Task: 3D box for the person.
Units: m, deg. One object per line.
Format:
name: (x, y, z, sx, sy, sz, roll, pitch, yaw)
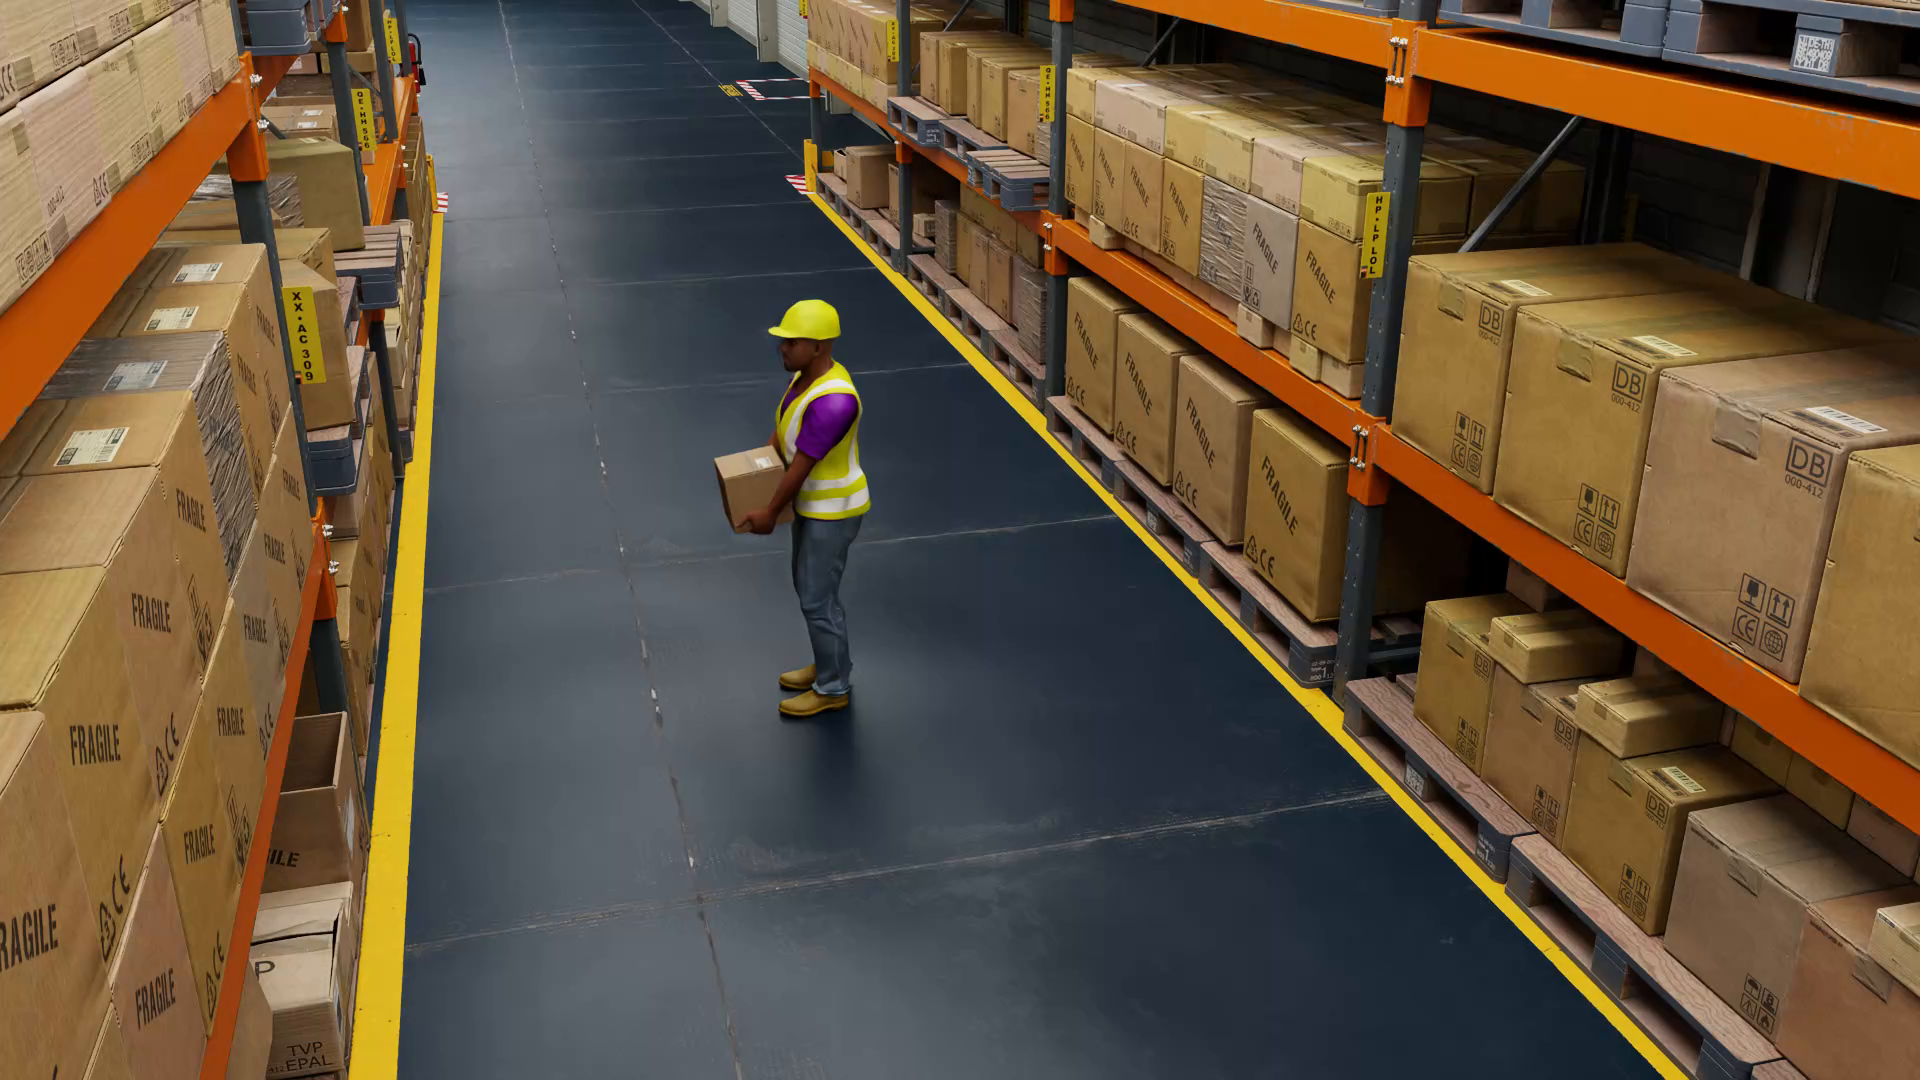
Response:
person: (-0.660, -0.121, 6.855, 0.566, 1.762, 0.505, -7, 24, -15)
